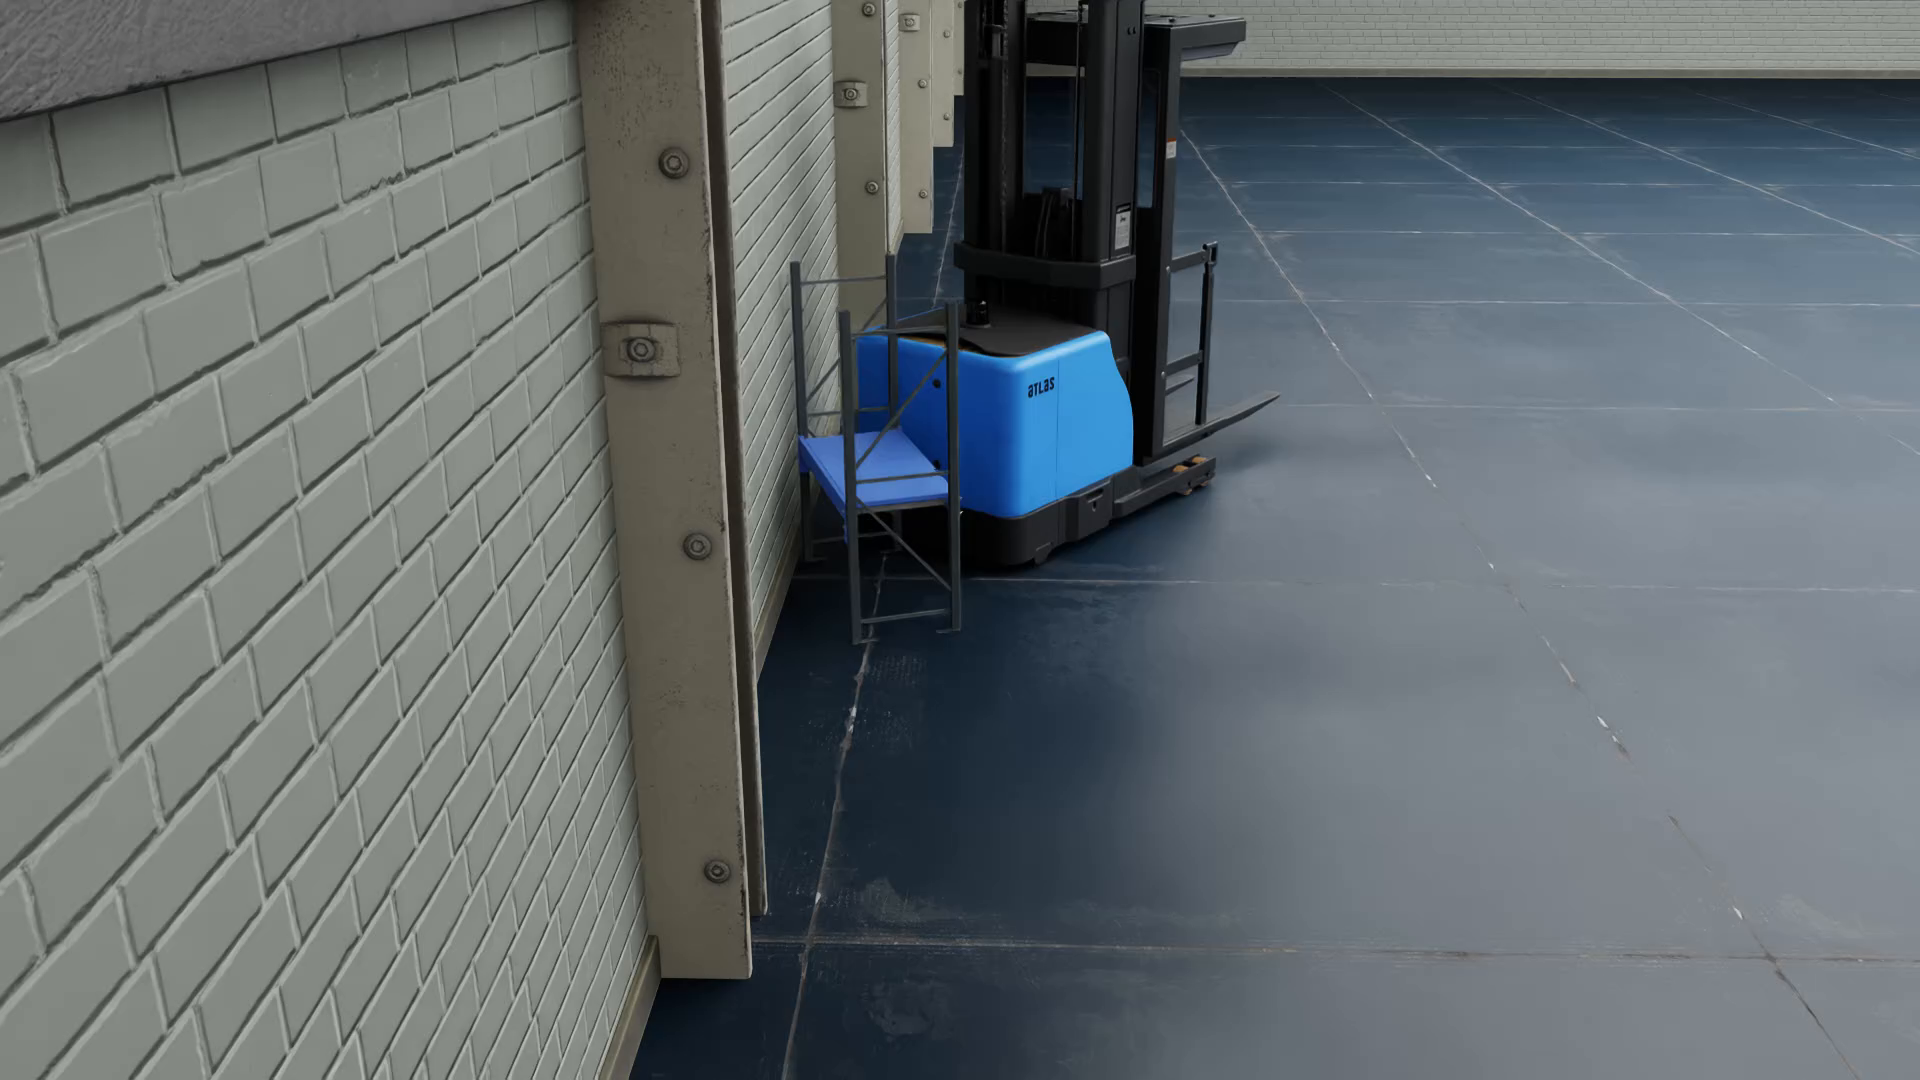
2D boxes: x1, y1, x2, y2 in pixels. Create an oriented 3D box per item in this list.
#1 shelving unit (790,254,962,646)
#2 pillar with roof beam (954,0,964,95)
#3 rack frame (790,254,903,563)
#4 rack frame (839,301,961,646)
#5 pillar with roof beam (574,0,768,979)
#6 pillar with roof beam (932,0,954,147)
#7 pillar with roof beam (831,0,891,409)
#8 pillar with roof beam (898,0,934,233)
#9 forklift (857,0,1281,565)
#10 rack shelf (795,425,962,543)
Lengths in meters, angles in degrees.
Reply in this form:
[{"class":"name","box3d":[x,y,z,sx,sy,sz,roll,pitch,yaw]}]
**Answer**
[{"class":"shelving unit","box3d":[-0.393,-0.441,7.584,0.538,1.500,1.048,-7,22,-15]},{"class":"pillar with roof beam","box3d":[4.243,-11.559,25.879,9.100,9.000,0.400,1,21,2]},{"class":"rack frame","box3d":[-0.539,-0.617,8.038,0.500,1.500,0.032,-7,22,-15]},{"class":"rack frame","box3d":[-0.246,-0.265,7.130,0.500,1.500,0.032,-7,22,-15]},{"class":"pillar with roof beam","box3d":[3.513,-2.881,3.515,9.100,9.000,0.400,1,21,2]},{"class":"pillar with roof beam","box3d":[4.061,-9.390,20.288,9.100,9.000,0.400,1,21,2]},{"class":"pillar with roof beam","box3d":[3.696,-5.051,9.106,9.100,9.000,0.400,1,21,2]},{"class":"pillar with roof beam","box3d":[3.878,-7.220,14.697,9.100,9.000,0.400,1,21,2]},{"class":"forklift","box3d":[0.779,-1.709,8.882,1.130,2.935,3.031,16,26,35]},{"class":"rack shelf","box3d":[-0.391,-0.273,7.649,0.538,0.185,1.000,-7,22,-15]}]
